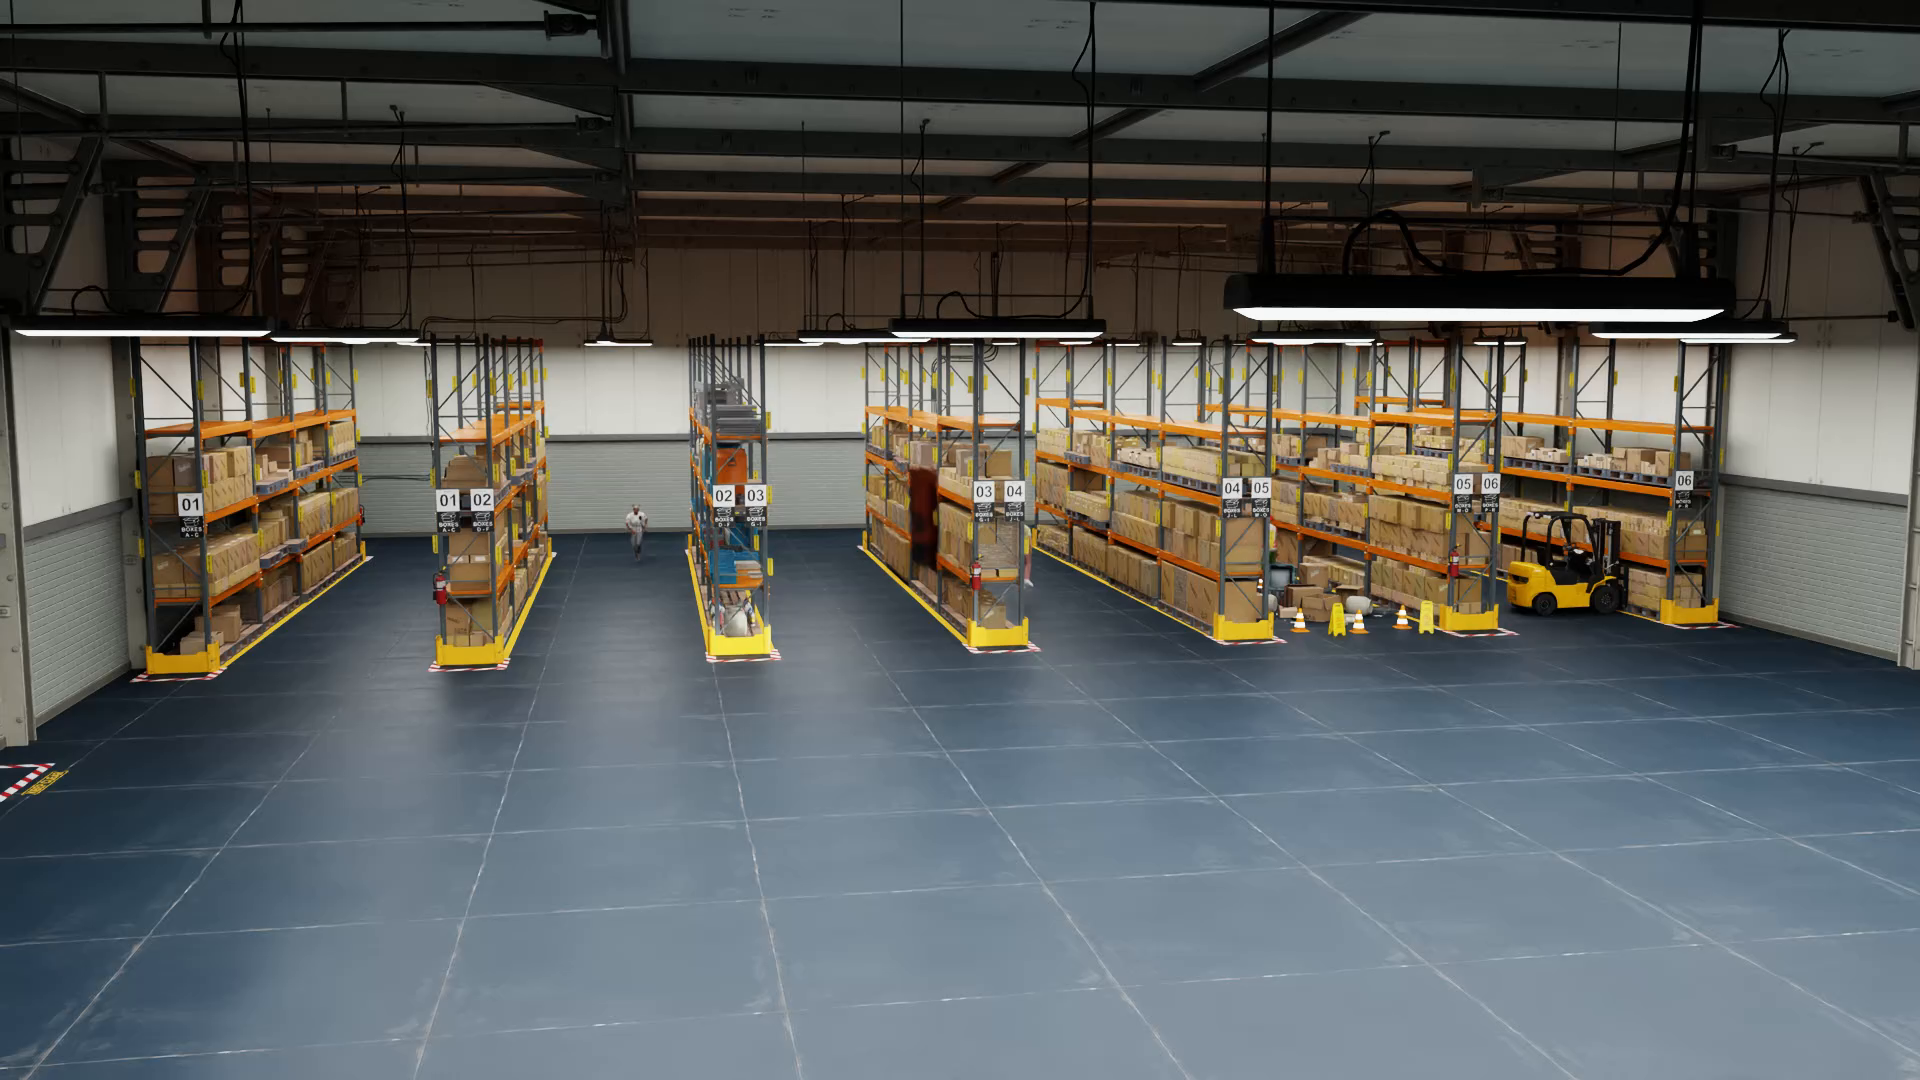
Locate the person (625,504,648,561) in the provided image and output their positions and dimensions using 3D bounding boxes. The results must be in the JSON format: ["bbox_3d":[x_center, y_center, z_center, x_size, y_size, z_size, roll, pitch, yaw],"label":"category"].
[{"bbox_3d":[-8.738,-0.215,44.983,0.559,1.593,0.733,0,7,-1],"label":"person"}]

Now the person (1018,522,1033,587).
[{"bbox_3d":[1.424,0.243,38.028,0.487,1.671,0.472,-1,7,-4],"label":"person"}]

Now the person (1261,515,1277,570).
[{"bbox_3d":[7.396,0.259,39.905,0.568,1.778,0.451,-4,8,-33],"label":"person"}]
